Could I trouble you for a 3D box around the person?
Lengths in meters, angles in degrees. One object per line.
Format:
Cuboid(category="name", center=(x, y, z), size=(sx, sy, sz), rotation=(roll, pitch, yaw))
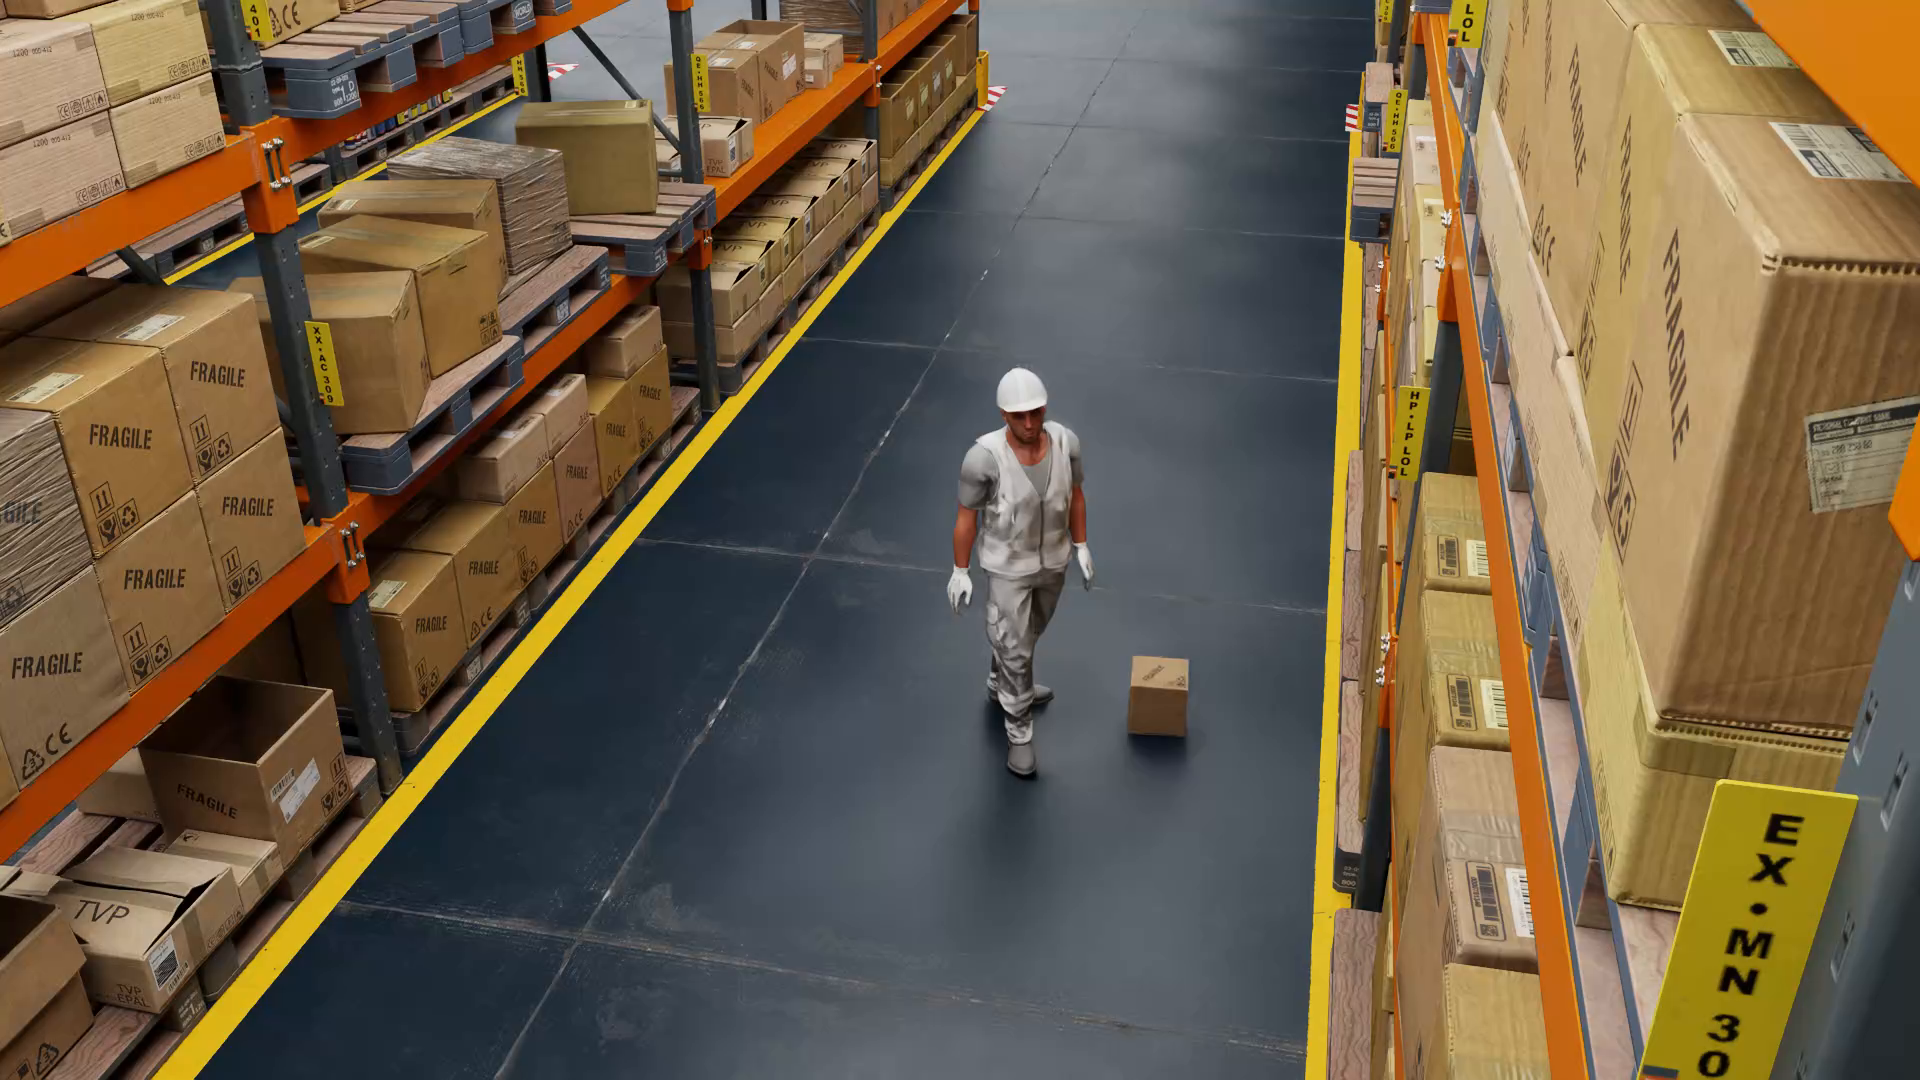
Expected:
Cuboid(category="person", center=(0.237, 0.088, 6.944), size=(0.627, 1.779, 0.623), rotation=(-15, 32, -25))
